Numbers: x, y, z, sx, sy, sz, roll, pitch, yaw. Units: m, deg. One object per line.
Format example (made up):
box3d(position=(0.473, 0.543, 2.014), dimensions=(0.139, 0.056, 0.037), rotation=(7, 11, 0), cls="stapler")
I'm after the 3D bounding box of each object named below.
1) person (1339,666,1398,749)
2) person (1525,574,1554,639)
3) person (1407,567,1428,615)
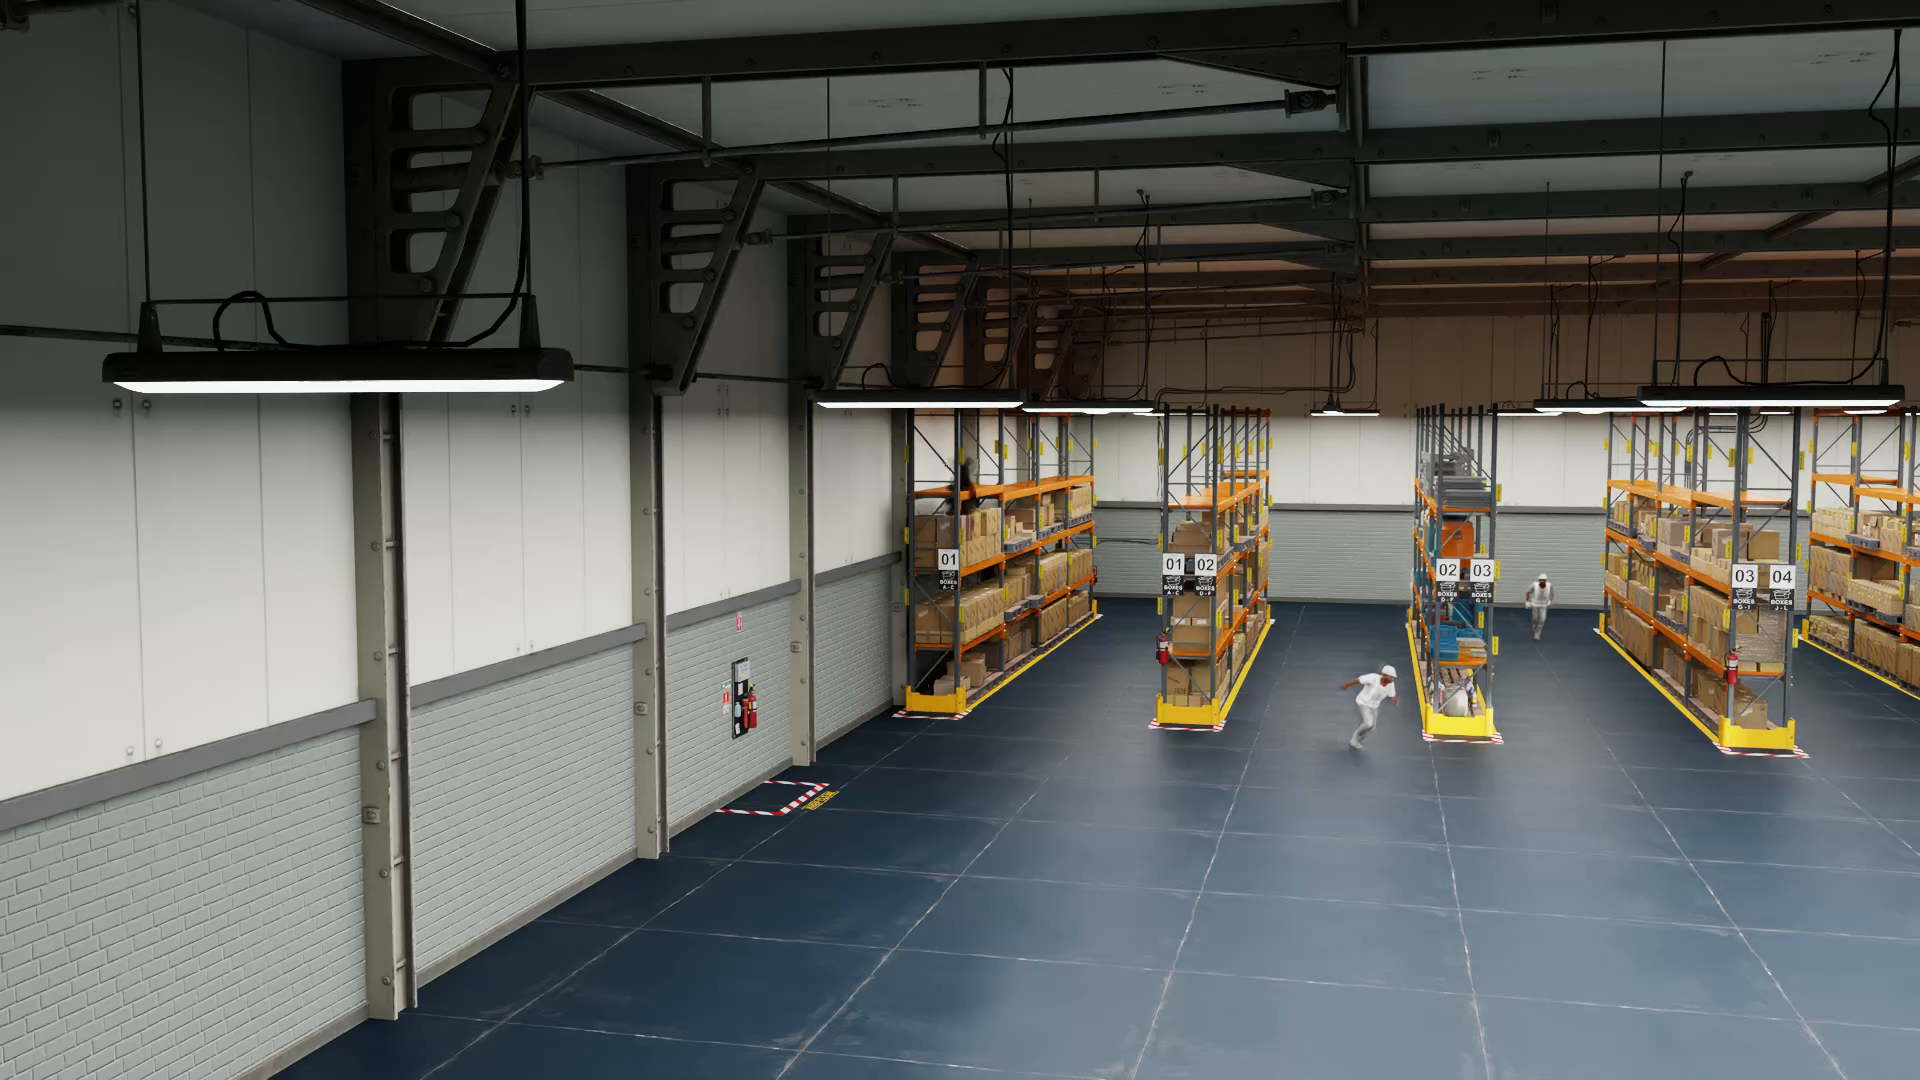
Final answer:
box3d(position=(7.092, 2.872, 28.563), dimensions=(0.712, 1.512, 0.998), rotation=(-2, 5, -26), cls="person")
box3d(position=(15.098, 1.721, 43.299), dimensions=(0.673, 1.709, 0.697), rotation=(0, 4, 2), cls="person")
box3d(position=(13.380, 1.407, 47.932), dimensions=(0.876, 1.695, 0.645), rotation=(3, 5, 40), cls="person")
